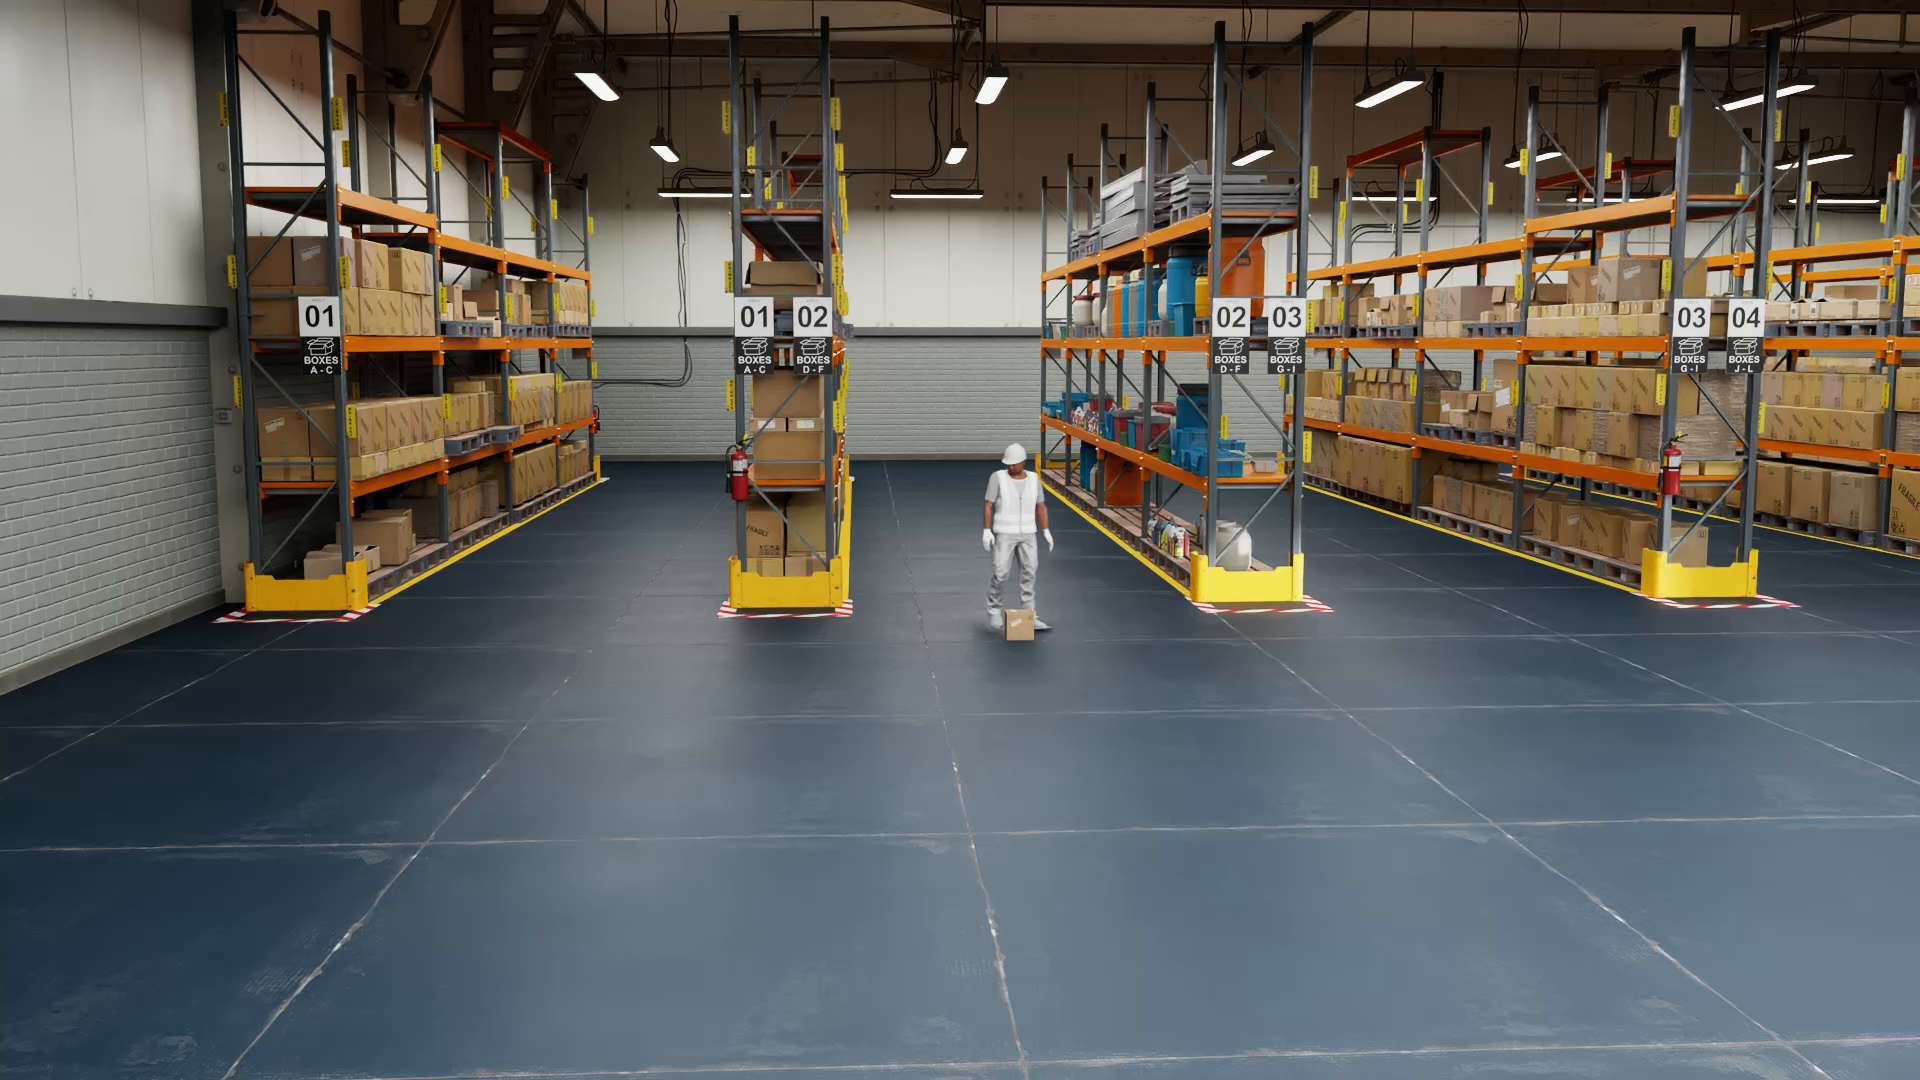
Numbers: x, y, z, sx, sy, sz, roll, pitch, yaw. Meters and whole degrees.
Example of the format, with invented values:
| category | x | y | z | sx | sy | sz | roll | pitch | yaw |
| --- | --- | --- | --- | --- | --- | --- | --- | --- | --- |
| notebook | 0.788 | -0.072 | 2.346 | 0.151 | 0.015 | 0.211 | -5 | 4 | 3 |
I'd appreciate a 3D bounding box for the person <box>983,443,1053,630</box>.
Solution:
| category | x | y | z | sx | sy | sz | roll | pitch | yaw |
| --- | --- | --- | --- | --- | --- | --- | --- | --- | --- |
| person | 0.553 | -0.039 | 15.887 | 0.656 | 1.779 | 0.450 | -2 | 7 | -20 |
